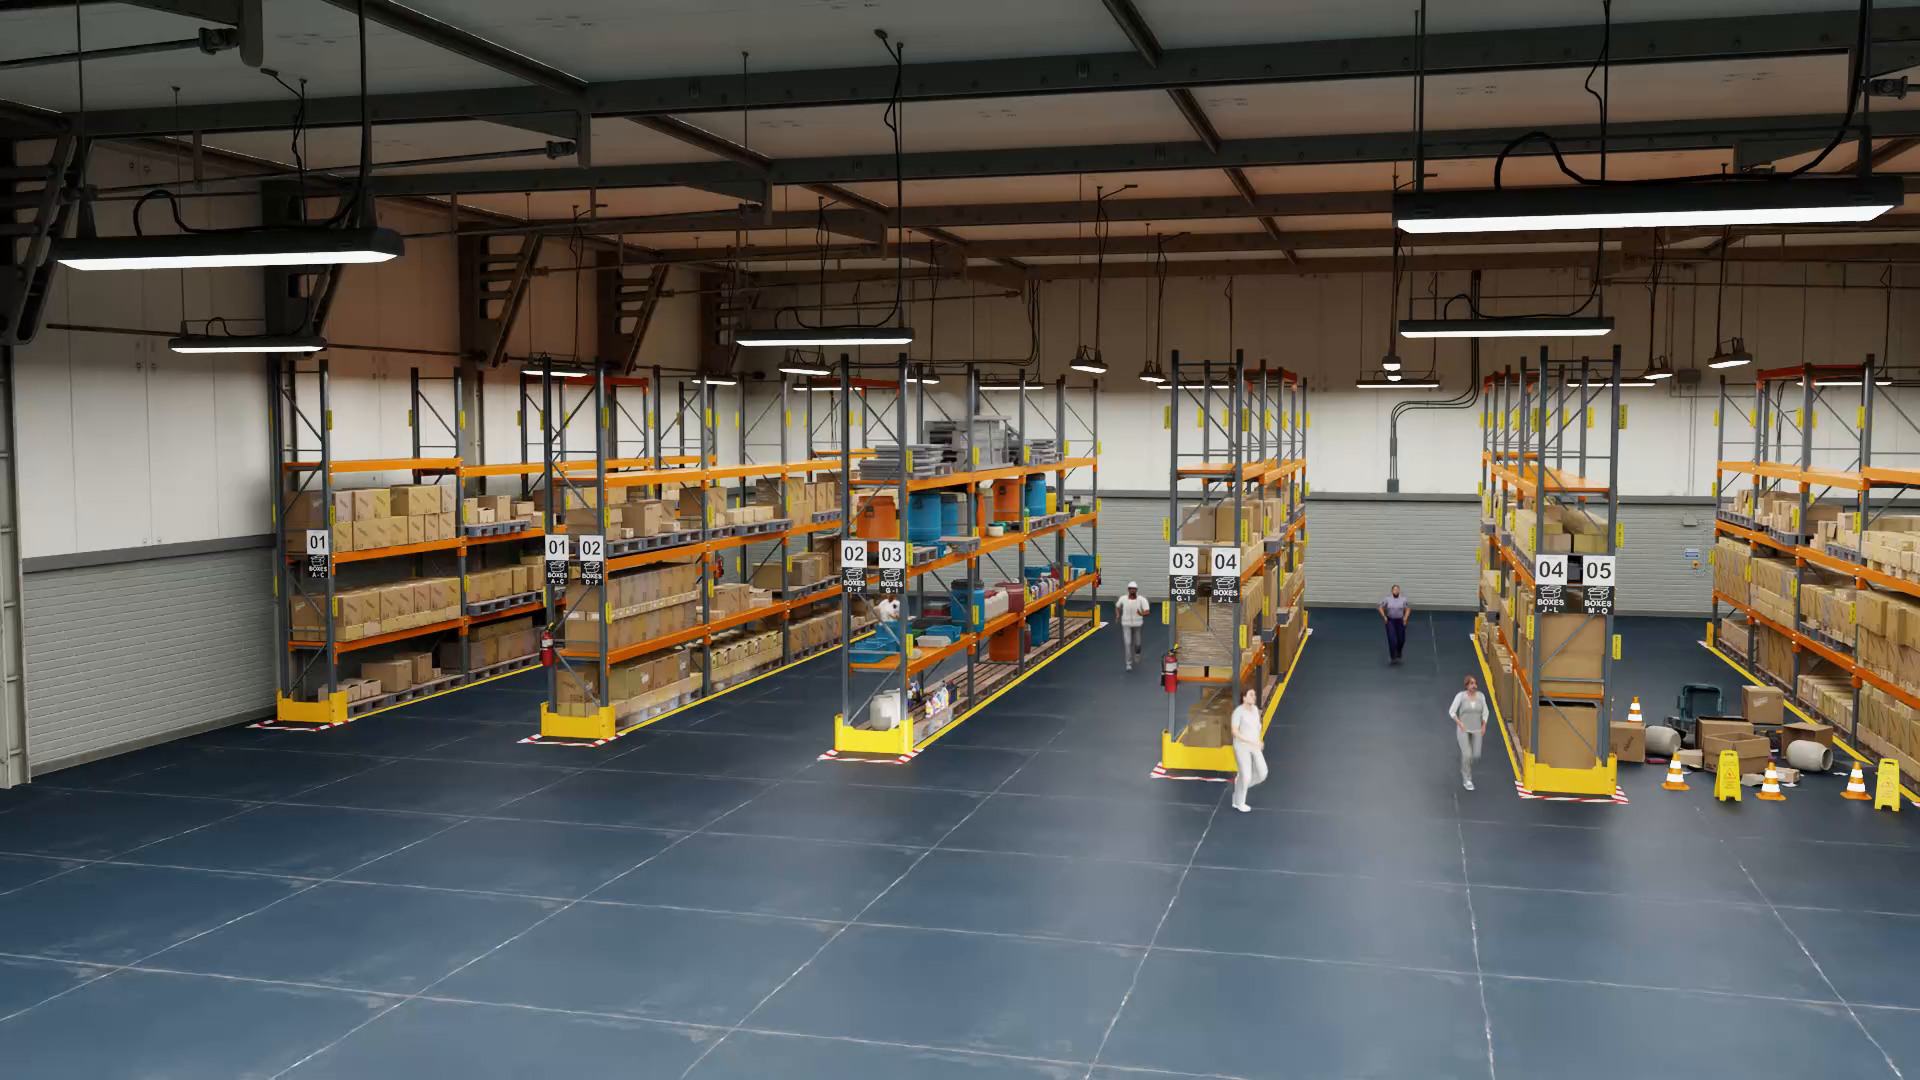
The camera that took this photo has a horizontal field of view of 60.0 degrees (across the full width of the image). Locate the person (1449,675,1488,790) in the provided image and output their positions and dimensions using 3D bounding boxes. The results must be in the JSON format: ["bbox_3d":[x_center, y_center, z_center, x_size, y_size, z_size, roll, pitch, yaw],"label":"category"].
[{"bbox_3d":[6.946,2.609,22.711,0.545,1.559,0.576,0,4,0],"label":"person"}]

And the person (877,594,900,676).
[{"bbox_3d":[-1.377,1.806,32.947,0.580,1.728,0.751,0,4,4],"label":"person"}]

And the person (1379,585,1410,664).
[{"bbox_3d":[8.985,1.726,34.414,0.628,1.616,0.583,1,4,9],"label":"person"}]

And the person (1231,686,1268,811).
[{"bbox_3d":[3.695,2.666,21.288,0.548,1.622,0.595,-3,5,-36],"label":"person"}]

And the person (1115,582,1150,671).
[{"bbox_3d":[3.458,1.710,33.398,0.710,1.747,0.968,1,4,8],"label":"person"}]
